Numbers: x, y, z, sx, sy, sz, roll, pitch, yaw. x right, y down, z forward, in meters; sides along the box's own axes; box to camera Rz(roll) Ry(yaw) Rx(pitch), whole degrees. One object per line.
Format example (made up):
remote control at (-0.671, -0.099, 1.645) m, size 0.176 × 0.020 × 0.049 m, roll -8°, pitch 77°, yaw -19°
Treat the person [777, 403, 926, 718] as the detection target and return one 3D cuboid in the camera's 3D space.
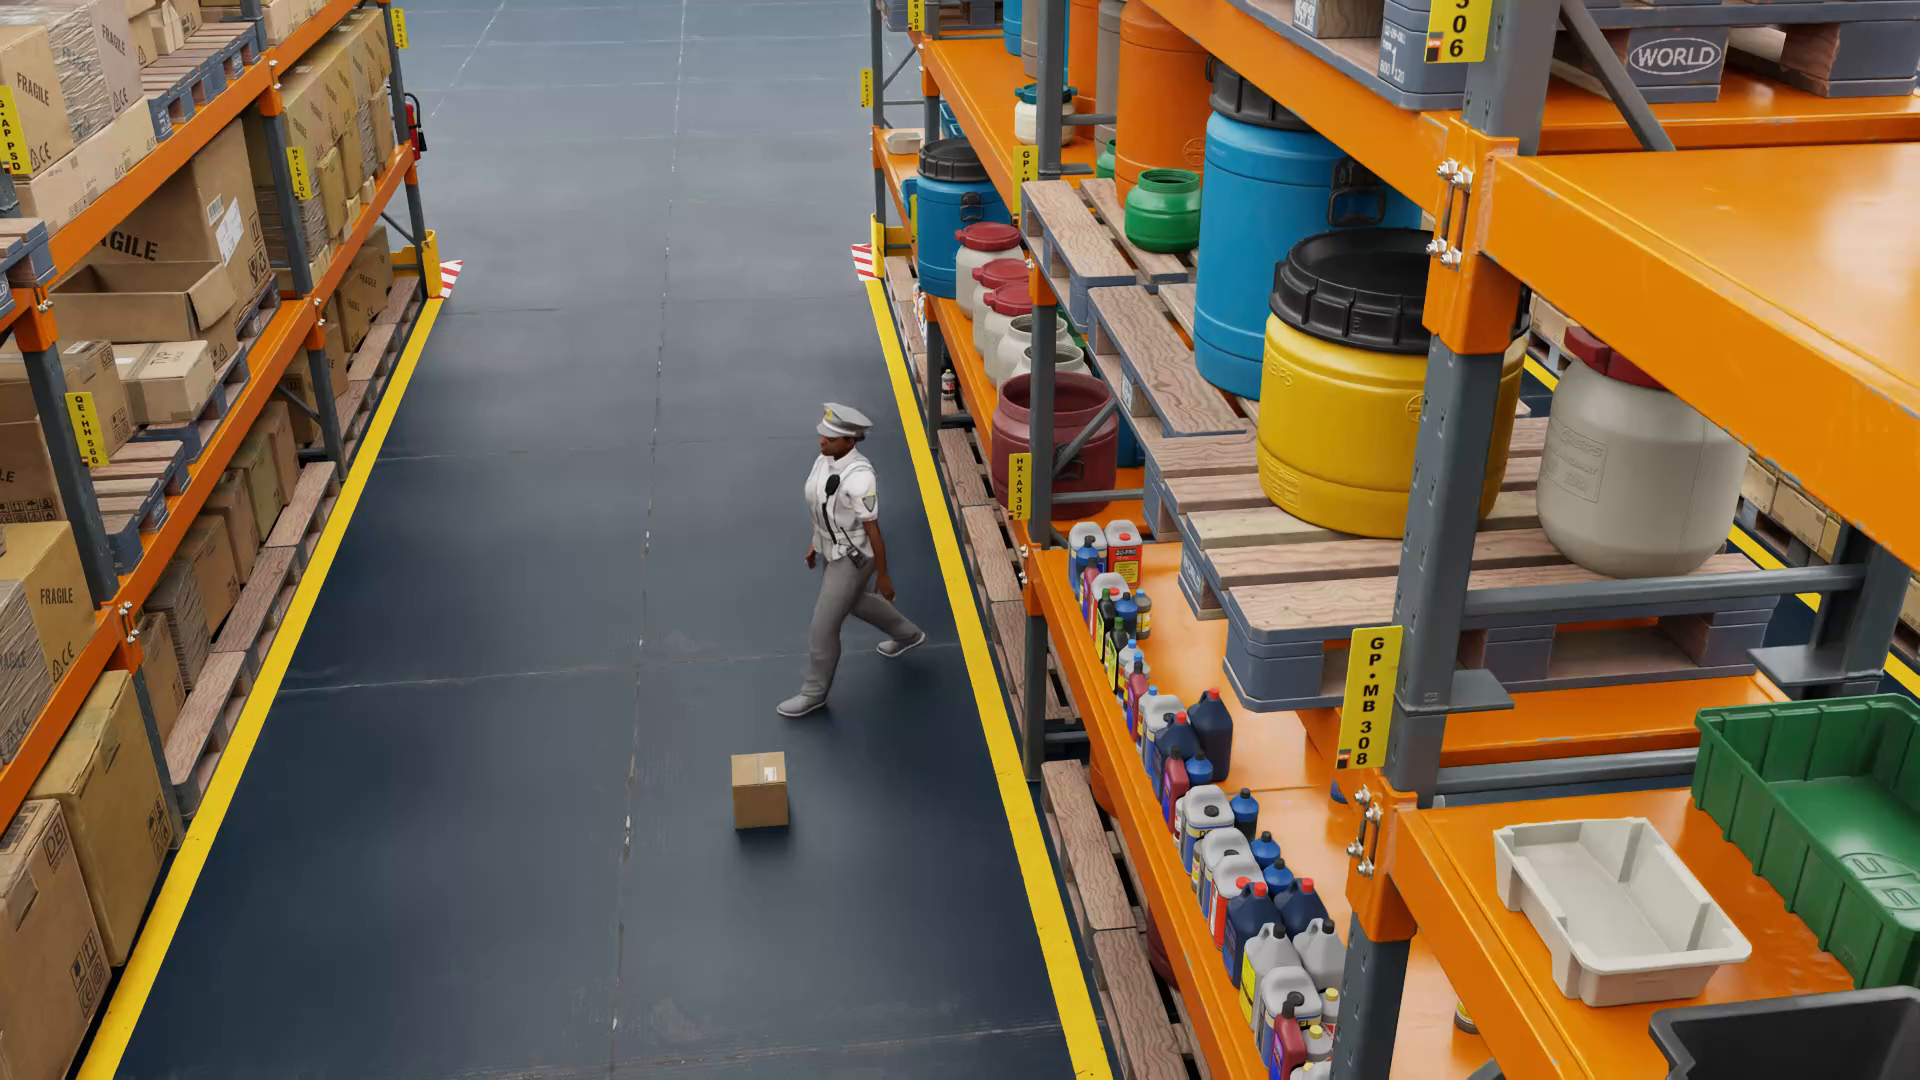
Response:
person at (-0.562, 0.062, 8.469) m, size 0.941 × 1.645 × 0.542 m, roll -14°, pitch 30°, yaw -25°
